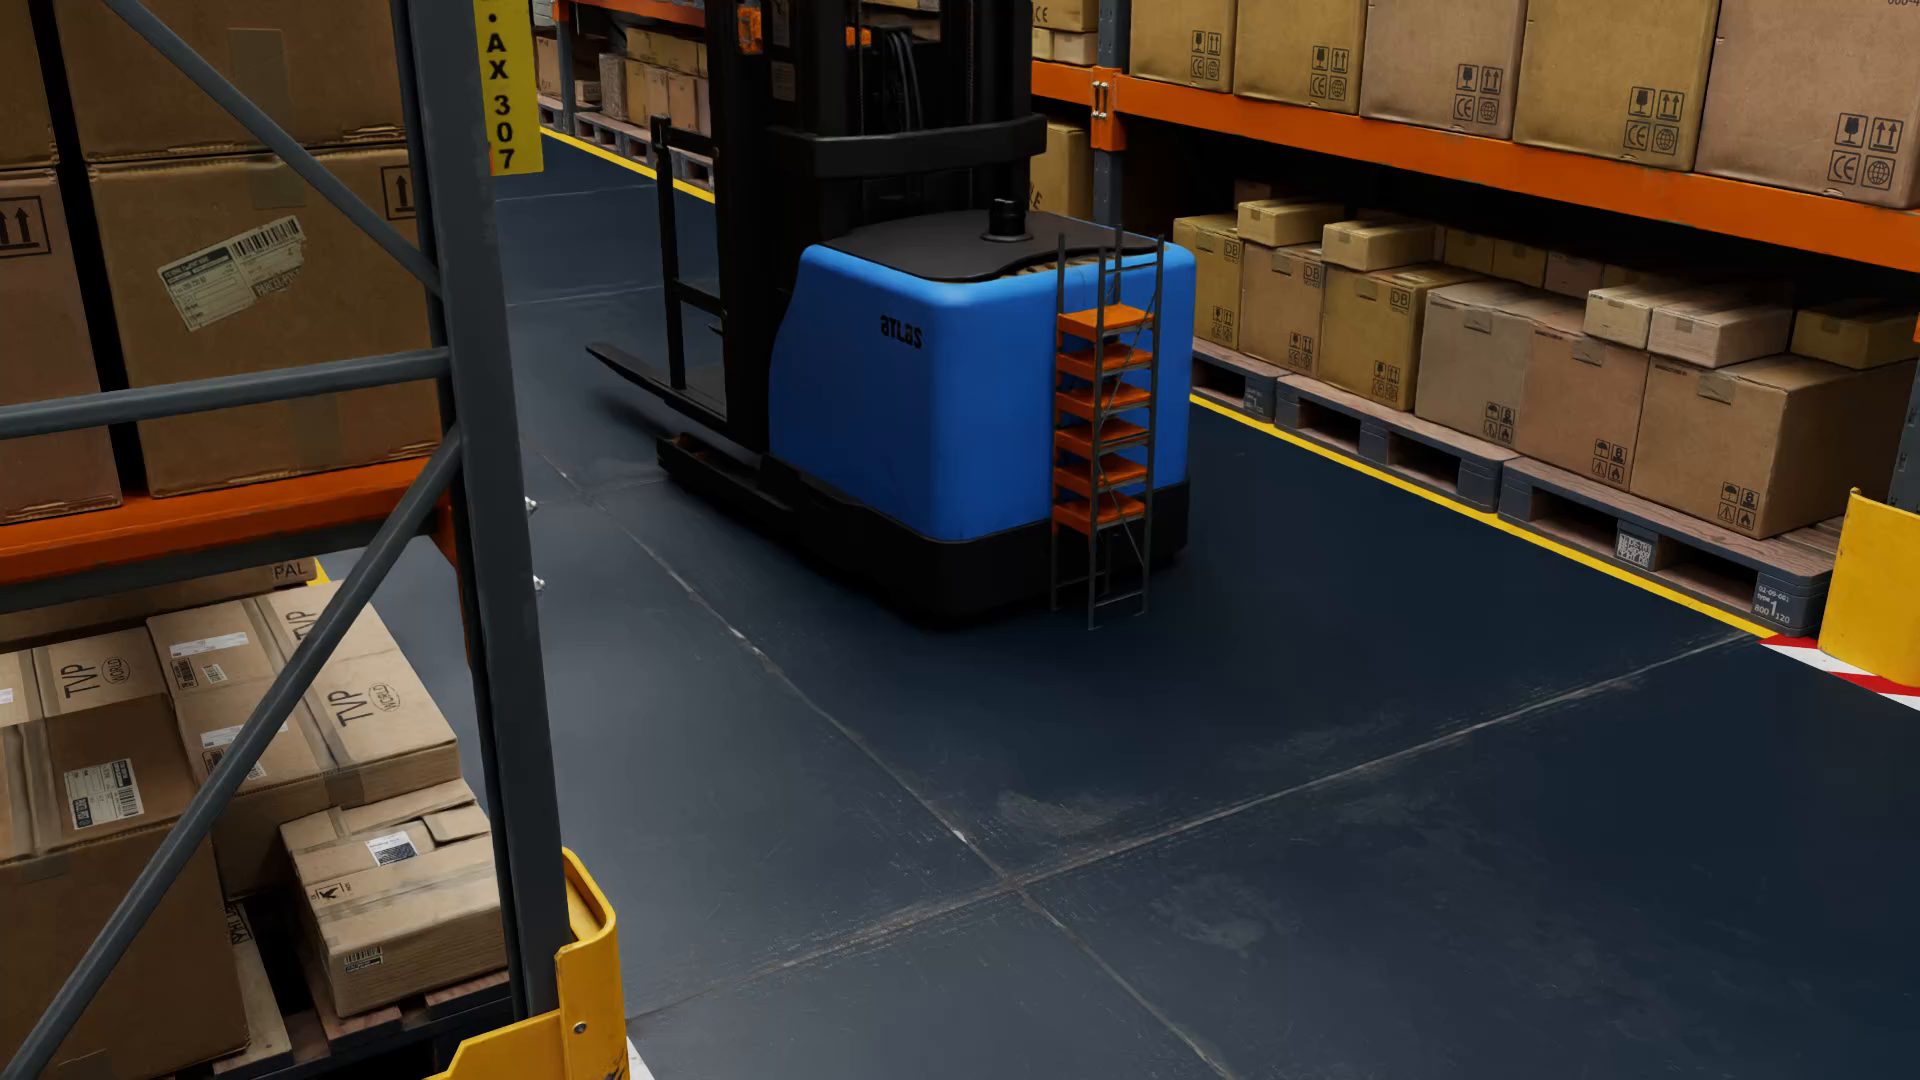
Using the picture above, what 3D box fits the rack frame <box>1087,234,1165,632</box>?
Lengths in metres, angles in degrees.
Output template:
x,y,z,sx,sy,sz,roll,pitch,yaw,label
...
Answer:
x,y,z,sx,sy,sz,roll,pitch,yaw,label
0.490,-0.299,4.954,0.240,1.200,0.006,-15,27,-33,rack frame

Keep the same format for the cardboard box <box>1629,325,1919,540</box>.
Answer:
x,y,z,sx,sy,sz,roll,pitch,yaw,label
2.692,-0.375,5.513,0.700,0.500,0.500,-13,25,-28,cardboard box

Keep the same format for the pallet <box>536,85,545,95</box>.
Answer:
x,y,z,sx,sy,sz,roll,pitch,yaw,label
-3.995,-4.330,16.184,1.003,0.211,1.213,-13,25,-28,pallet

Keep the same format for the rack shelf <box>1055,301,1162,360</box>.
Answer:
x,y,z,sx,sy,sz,roll,pitch,yaw,label
0.437,-0.619,4.904,0.258,0.103,0.180,-15,27,-33,rack shelf

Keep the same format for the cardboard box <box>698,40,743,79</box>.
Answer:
x,y,z,sx,sy,sz,roll,pitch,yaw,label
-1.601,-3.534,12.261,0.500,0.250,0.500,-12,25,-27,cardboard box

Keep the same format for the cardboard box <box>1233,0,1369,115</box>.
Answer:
x,y,z,sx,sy,sz,roll,pitch,yaw,label
1.724,-2.149,6.717,0.980,0.700,0.700,-13,26,-30,cardboard box

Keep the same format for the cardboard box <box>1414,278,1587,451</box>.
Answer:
x,y,z,sx,sy,sz,roll,pitch,yaw,label
2.179,-0.700,6.312,0.700,0.500,0.500,-14,26,-30,cardboard box

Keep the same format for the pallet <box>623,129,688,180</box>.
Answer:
x,y,z,sx,sy,sz,roll,pitch,yaw,label
-1.968,-3.077,13.101,1.003,0.211,1.213,-13,25,-28,pallet

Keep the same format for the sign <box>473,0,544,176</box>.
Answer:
x,y,z,sx,sy,sz,roll,pitch,yaw,label
-0.655,-0.683,2.358,0.100,0.325,0.005,-13,25,-28,sign

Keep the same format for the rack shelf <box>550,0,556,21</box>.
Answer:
x,y,z,sx,sy,sz,roll,pitch,yaw,label
-4.016,-5.330,15.896,1.077,0.370,4.000,-13,25,-28,rack shelf

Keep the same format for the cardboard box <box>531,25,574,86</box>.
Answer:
x,y,z,sx,sy,sz,roll,pitch,yaw,label
-4.138,-4.684,16.086,0.700,0.500,0.500,-14,26,-32,cardboard box

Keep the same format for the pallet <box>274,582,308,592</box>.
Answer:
x,y,z,sx,sy,sz,roll,pitch,yaw,label
-2.187,0.438,4.455,1.003,0.211,1.213,-13,25,-28,pallet

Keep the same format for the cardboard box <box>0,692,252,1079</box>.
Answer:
x,y,z,sx,sy,sz,roll,pitch,yaw,label
-1.611,0.648,2.968,0.500,0.500,0.500,-13,25,-28,cardboard box

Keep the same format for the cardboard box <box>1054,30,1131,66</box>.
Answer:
x,y,z,sx,sy,sz,roll,pitch,yaw,label
0.676,-2.374,7.976,0.380,0.149,0.250,-12,25,-28,cardboard box

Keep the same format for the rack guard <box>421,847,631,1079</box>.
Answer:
x,y,z,sx,sy,sz,roll,pitch,yaw,label
-1.160,0.956,2.795,1.175,0.500,0.348,-13,25,-28,rack guard

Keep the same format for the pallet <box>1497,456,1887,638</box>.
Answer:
x,y,z,sx,sy,sz,roll,pitch,yaw,label
2.660,-0.083,5.736,1.003,0.211,1.213,-13,25,-28,pallet

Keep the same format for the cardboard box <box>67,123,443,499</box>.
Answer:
x,y,z,sx,sy,sz,roll,pitch,yaw,label
-1.121,-0.418,2.723,0.500,0.500,0.500,-12,25,-27,cardboard box

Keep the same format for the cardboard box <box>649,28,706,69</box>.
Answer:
x,y,z,sx,sy,sz,roll,pitch,yaw,label
-2.107,-3.864,13.075,0.500,0.250,0.500,-13,26,-30,cardboard box

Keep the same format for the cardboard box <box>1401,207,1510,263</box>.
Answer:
x,y,z,sx,sy,sz,roll,pitch,yaw,label
2.017,-1.249,6.802,0.380,0.149,0.250,-12,25,-28,cardboard box

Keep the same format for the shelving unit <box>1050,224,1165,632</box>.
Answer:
x,y,z,sx,sy,sz,roll,pitch,yaw,label
0.437,-0.327,5.023,0.258,1.200,0.189,-15,27,-33,shelving unit

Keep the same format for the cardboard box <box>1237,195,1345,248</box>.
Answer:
x,y,z,sx,sy,sz,roll,pitch,yaw,label
1.404,-1.355,7.063,0.380,0.149,0.250,-12,25,-26,cardboard box

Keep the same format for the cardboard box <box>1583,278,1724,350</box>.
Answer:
x,y,z,sx,sy,sz,roll,pitch,yaw,label
2.339,-0.765,5.610,0.380,0.149,0.250,-12,25,-27,cardboard box

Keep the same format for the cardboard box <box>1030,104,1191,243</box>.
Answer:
x,y,z,sx,sy,sz,roll,pitch,yaw,label
0.649,-1.810,8.579,0.750,0.750,0.750,-12,25,-28,cardboard box

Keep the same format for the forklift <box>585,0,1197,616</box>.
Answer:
x,y,z,sx,sy,sz,roll,pitch,yaw,label
-0.503,-1.622,5.911,1.130,2.935,3.031,-15,27,-33,forklift

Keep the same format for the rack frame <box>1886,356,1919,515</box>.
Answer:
x,y,z,sx,sy,sz,roll,pitch,yaw,label
3.136,-1.131,4.611,1.000,3.000,0.127,-13,25,-28,rack frame

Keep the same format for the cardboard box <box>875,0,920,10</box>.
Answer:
x,y,z,sx,sy,sz,roll,pitch,yaw,label
-0.138,-3.209,9.168,0.500,0.500,0.500,-12,25,-27,cardboard box

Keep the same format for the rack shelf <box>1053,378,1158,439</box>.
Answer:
x,y,z,sx,sy,sz,roll,pitch,yaw,label
0.437,-0.397,4.994,0.258,0.103,0.180,-15,27,-33,rack shelf

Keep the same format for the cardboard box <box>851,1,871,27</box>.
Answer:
x,y,z,sx,sy,sz,roll,pitch,yaw,label
-0.423,-3.137,9.853,0.380,0.149,0.250,-12,25,-27,cardboard box

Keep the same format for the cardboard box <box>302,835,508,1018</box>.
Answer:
x,y,z,sx,sy,sz,roll,pitch,yaw,label
-1.040,0.738,3.214,0.380,0.149,0.250,-13,25,-28,cardboard box

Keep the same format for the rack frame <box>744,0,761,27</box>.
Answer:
x,y,z,sx,sy,sz,roll,pitch,yaw,label
-0.951,-3.721,10.982,1.000,3.000,0.127,-13,25,-28,rack frame

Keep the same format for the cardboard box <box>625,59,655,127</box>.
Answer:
x,y,z,sx,sy,sz,roll,pitch,yaw,label
-2.297,-3.669,13.590,0.700,0.500,0.500,-13,26,-29,cardboard box

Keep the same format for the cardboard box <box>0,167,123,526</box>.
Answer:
x,y,z,sx,sy,sz,roll,pitch,yaw,label
-1.584,-0.316,2.473,0.500,0.500,0.500,-12,25,-27,cardboard box

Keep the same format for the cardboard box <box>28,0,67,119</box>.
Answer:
x,y,z,sx,sy,sz,roll,pitch,yaw,label
-1.395,-1.049,2.948,0.500,0.500,0.500,-12,25,-28,cardboard box

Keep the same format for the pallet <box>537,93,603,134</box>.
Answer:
x,y,z,sx,sy,sz,roll,pitch,yaw,label
-3.368,-3.935,15.211,1.003,0.211,1.213,-13,25,-28,pallet

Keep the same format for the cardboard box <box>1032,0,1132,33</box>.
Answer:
x,y,z,sx,sy,sz,roll,pitch,yaw,label
0.640,-2.720,7.967,0.500,0.500,0.500,-13,26,-29,cardboard box

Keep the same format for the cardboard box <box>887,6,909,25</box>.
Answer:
x,y,z,sx,sy,sz,roll,pitch,yaw,label
-0.189,-2.968,9.438,0.380,0.149,0.250,-12,25,-28,cardboard box

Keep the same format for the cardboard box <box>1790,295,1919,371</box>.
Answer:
x,y,z,sx,sy,sz,roll,pitch,yaw,label
2.928,-0.674,5.386,0.380,0.149,0.250,-12,25,-28,cardboard box

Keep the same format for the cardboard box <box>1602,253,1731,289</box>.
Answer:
x,y,z,sx,sy,sz,roll,pitch,yaw,label
2.541,-0.919,5.988,0.380,0.149,0.250,-12,25,-28,cardboard box

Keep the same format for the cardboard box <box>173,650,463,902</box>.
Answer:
x,y,z,sx,sy,sz,roll,pitch,yaw,label
-1.410,0.500,3.664,0.500,0.250,0.500,-13,25,-28,cardboard box

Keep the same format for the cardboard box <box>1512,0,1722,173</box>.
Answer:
x,y,z,sx,sy,sz,roll,pitch,yaw,label
2.485,-1.667,5.530,0.980,0.700,0.700,-13,25,-29,cardboard box

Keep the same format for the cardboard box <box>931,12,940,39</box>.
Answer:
x,y,z,sx,sy,sz,roll,pitch,yaw,label
0.065,-2.794,9.008,0.380,0.149,0.250,-13,26,-30,cardboard box

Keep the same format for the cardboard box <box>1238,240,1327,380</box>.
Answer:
x,y,z,sx,sy,sz,roll,pitch,yaw,label
1.640,-1.038,7.143,0.700,0.500,0.500,-13,25,-29,cardboard box

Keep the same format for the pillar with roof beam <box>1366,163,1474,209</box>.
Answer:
x,y,z,sx,sy,sz,roll,pitch,yaw,label
-1.507,-4.317,4.482,9.100,9.000,0.400,-13,25,-28,pillar with roof beam

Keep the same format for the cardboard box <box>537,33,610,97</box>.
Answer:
x,y,z,sx,sy,sz,roll,pitch,yaw,label
-3.559,-4.390,15.364,0.500,0.500,0.500,-15,26,-32,cardboard box

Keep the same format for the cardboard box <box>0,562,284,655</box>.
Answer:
x,y,z,sx,sy,sz,roll,pitch,yaw,label
-2.200,0.088,4.343,0.797,0.503,0.637,-13,25,-28,cardboard box

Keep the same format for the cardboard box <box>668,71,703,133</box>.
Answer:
x,y,z,sx,sy,sz,roll,pitch,yaw,label
-1.805,-3.334,12.767,0.700,0.500,0.500,-13,25,-29,cardboard box

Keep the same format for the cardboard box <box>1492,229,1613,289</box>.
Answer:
x,y,z,sx,sy,sz,roll,pitch,yaw,label
2.279,-1.084,6.395,0.380,0.149,0.250,-12,25,-28,cardboard box

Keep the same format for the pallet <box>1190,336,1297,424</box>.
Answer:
x,y,z,sx,sy,sz,roll,pitch,yaw,label
1.414,-0.873,7.679,1.003,0.211,1.213,-13,25,-28,pallet

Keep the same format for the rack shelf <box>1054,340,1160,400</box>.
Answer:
x,y,z,sx,sy,sz,roll,pitch,yaw,label
0.437,-0.508,4.949,0.258,0.103,0.180,-15,27,-33,rack shelf

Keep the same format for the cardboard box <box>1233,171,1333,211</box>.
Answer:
x,y,z,sx,sy,sz,roll,pitch,yaw,label
1.483,-1.587,7.632,0.380,0.149,0.250,-13,25,-29,cardboard box

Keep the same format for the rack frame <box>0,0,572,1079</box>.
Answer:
x,y,z,sx,sy,sz,roll,pitch,yaw,label
-1.118,-0.178,2.266,0.949,2.616,0.053,-13,25,-28,rack frame

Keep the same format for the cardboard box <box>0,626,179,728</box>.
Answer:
x,y,z,sx,sy,sz,roll,pitch,yaw,label
-2.070,0.451,3.786,0.500,0.250,0.500,-13,25,-28,cardboard box

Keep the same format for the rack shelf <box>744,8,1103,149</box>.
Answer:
x,y,z,sx,sy,sz,roll,pitch,yaw,label
0.071,-2.740,9.525,1.077,0.370,4.000,-13,25,-28,rack shelf
